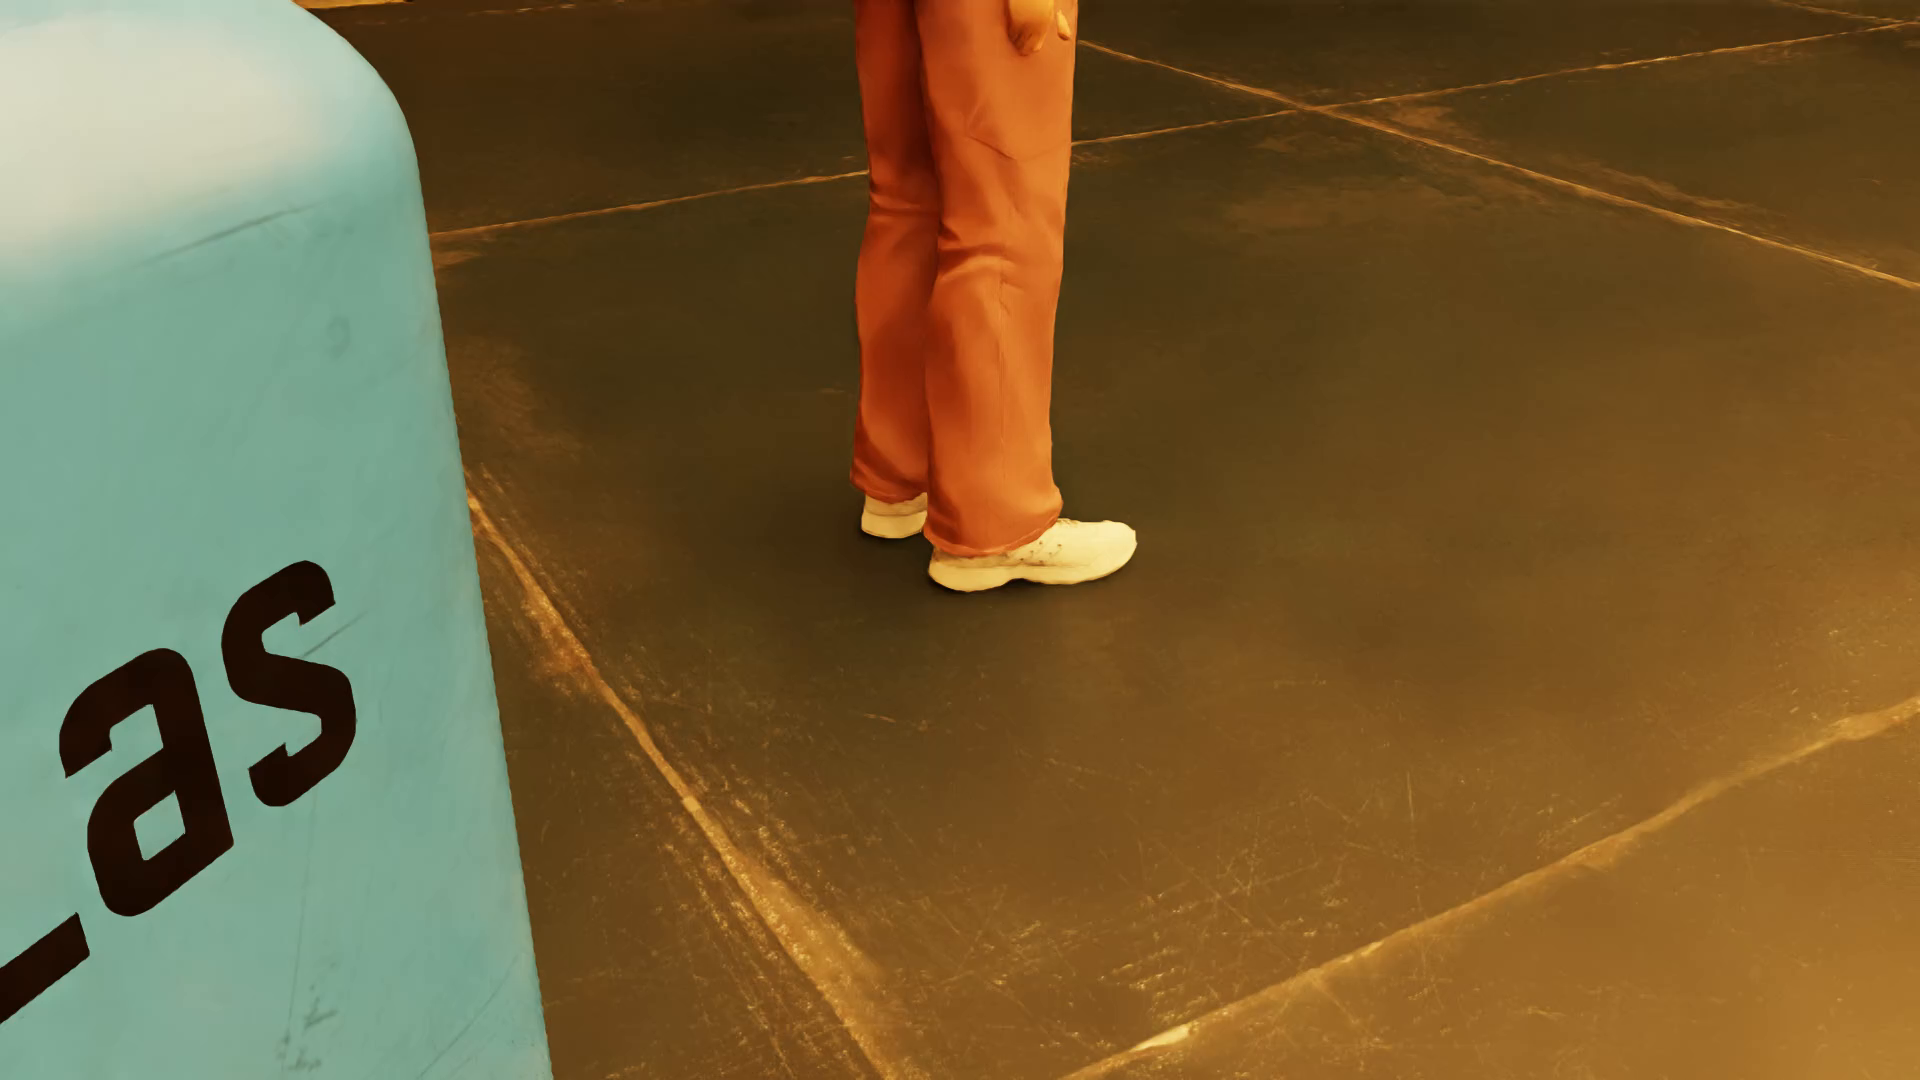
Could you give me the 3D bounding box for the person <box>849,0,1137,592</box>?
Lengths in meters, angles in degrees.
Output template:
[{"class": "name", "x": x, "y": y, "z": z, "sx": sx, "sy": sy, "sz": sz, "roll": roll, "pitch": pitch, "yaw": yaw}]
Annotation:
[{"class": "person", "x": 0.007, "y": -0.749, "z": 2.127, "sx": 0.365, "sy": 1.673, "sz": 0.429, "roll": -15, "pitch": 30, "yaw": -26}]
